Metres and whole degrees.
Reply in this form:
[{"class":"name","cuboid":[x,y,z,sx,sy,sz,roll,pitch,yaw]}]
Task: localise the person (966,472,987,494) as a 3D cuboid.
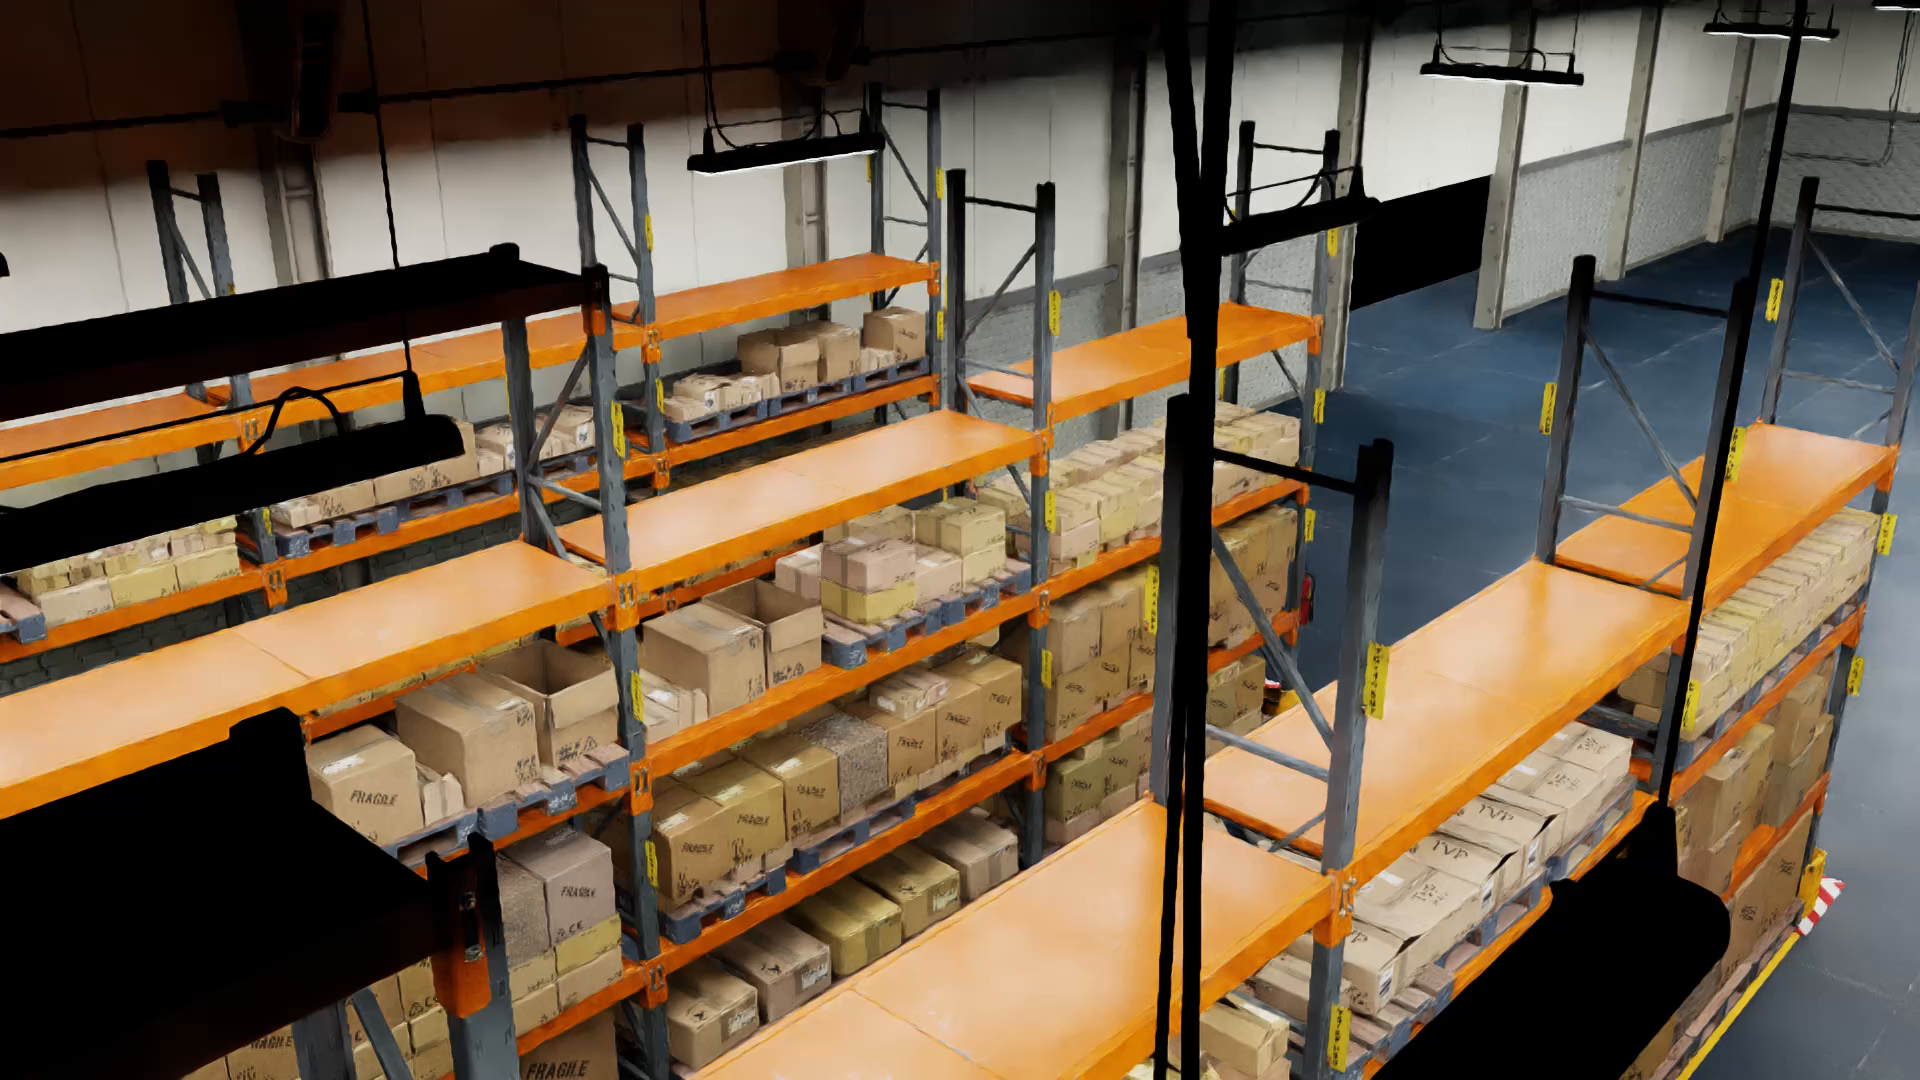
[{"class":"person","cuboid":[0.205,-0.748,21.667,0.572,1.666,0.507,3,21,7]}]
